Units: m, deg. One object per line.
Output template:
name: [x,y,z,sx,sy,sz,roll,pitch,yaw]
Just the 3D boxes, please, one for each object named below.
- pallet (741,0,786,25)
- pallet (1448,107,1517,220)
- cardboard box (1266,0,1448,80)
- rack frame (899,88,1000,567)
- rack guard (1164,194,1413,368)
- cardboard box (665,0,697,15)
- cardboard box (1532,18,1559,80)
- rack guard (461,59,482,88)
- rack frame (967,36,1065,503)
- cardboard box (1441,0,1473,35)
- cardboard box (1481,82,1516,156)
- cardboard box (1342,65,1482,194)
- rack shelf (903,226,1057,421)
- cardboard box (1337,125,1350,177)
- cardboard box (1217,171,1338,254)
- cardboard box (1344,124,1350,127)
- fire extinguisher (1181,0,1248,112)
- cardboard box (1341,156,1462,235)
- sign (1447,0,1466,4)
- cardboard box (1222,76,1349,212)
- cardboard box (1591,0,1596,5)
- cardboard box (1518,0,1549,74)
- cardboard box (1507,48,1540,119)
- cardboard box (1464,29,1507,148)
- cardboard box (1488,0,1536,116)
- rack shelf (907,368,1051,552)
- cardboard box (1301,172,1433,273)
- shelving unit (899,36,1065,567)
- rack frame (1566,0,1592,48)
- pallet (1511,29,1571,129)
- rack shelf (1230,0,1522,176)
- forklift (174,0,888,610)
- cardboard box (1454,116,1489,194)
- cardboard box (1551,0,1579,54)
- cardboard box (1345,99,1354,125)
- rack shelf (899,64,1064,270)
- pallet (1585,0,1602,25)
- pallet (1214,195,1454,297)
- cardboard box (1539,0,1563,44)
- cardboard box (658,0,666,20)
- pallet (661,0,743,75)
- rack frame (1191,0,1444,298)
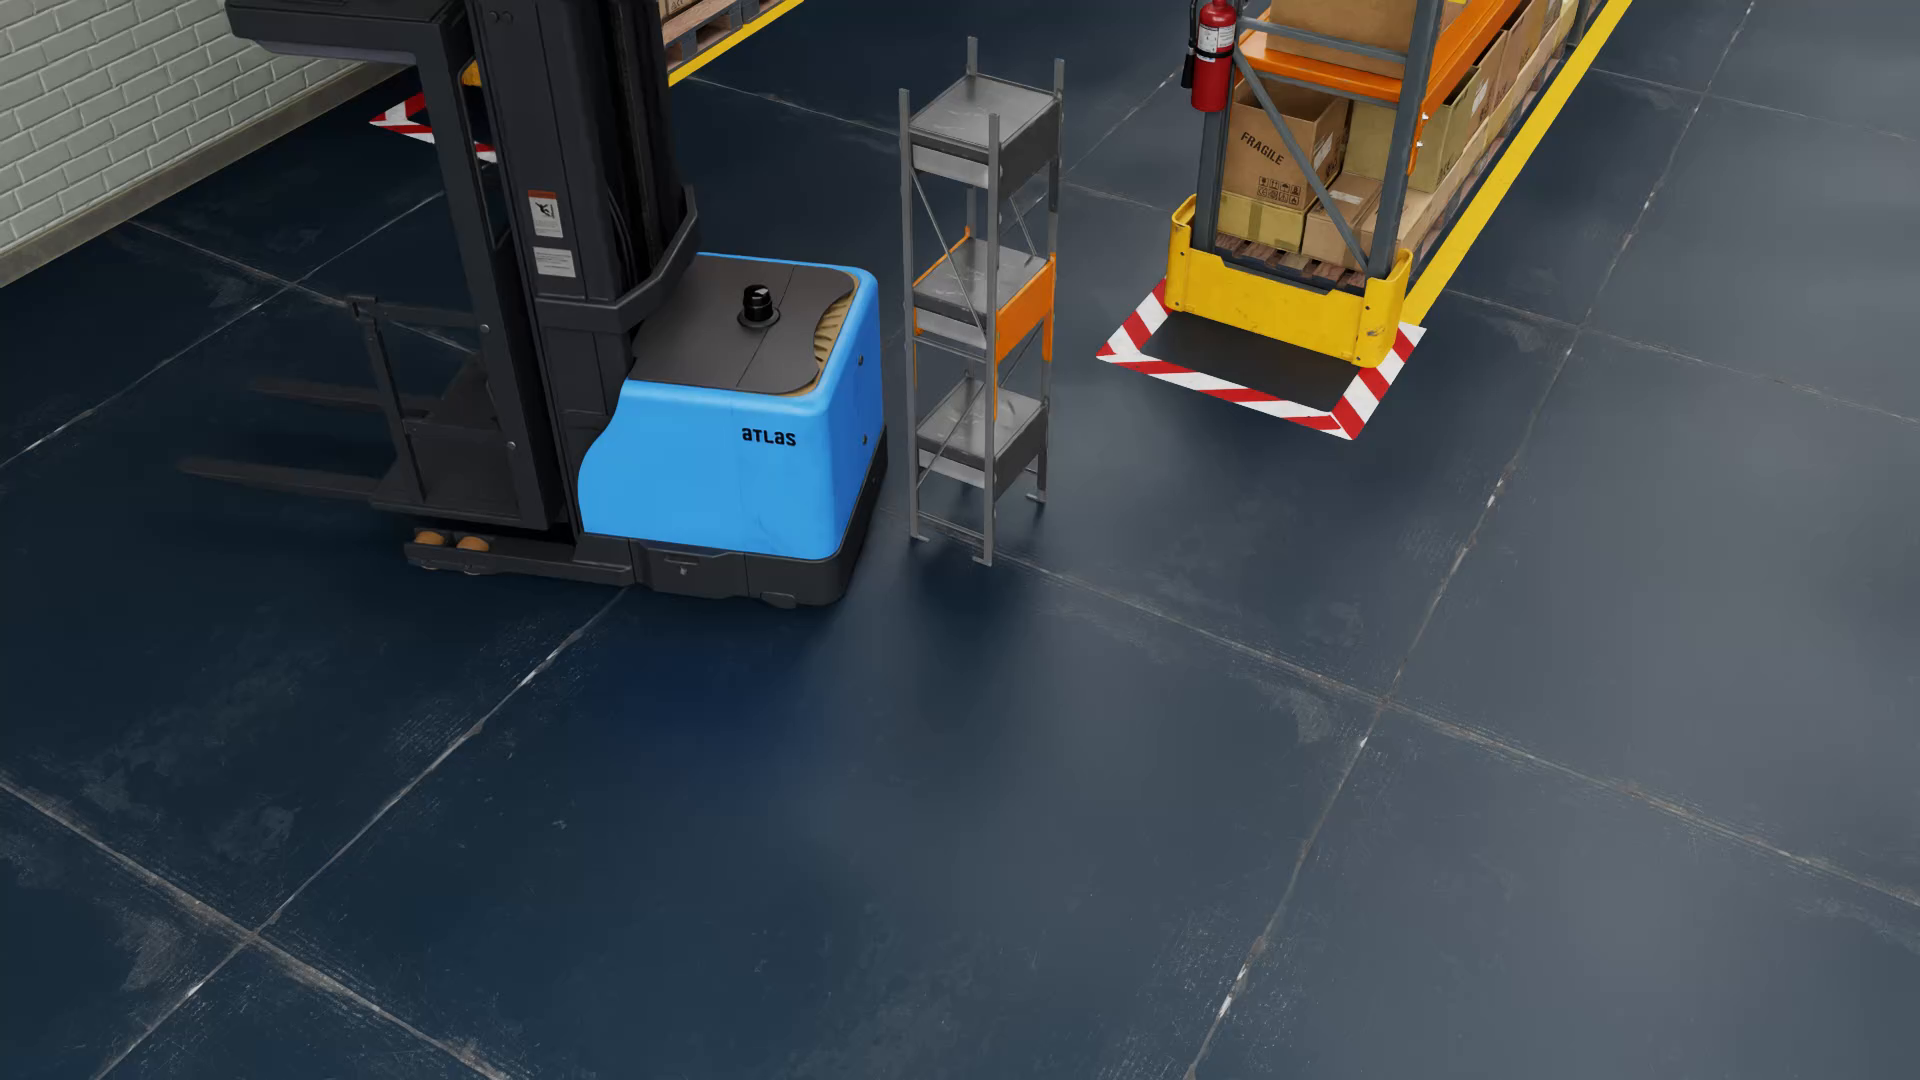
pallet: [-1.563,-4.046,11.684,1.003,0.211,1.213,21,45,22]
pallet: [2.599,-2.364,9.775,1.003,0.211,1.213,21,45,22]
cardboard box: [1.885,-2.564,7.817,0.700,0.500,0.500,21,45,22]
rack frame: [-0.039,-0.743,6.505,0.400,2.100,0.015,21,45,22]
rack guard: [1.629,-1.312,8.362,1.175,0.500,0.348,21,45,22]
cardboard box: [-1.941,-3.748,10.939,0.500,0.311,0.500,25,47,25]
cardboard box: [3.341,-3.058,10.216,0.500,0.250,0.500,21,45,22]
rack guard: [-2.612,-3.005,10.285,1.175,0.500,0.348,21,45,22]
rack frame: [0.205,-1.022,6.822,0.400,2.100,0.015,21,45,22]
cardboard box: [2.144,-2.866,8.160,0.700,0.500,0.500,22,46,23]
cardboard box: [2.854,-2.481,9.560,0.500,0.250,0.500,21,45,22]
cardboard box: [2.350,-2.191,8.664,0.500,0.500,0.500,21,45,22]
rack shelf: [0.083,-0.872,6.673,0.431,0.518,0.480,21,45,22]
cardboard box: [1.893,-2.084,9.110,0.500,0.250,0.500,21,45,22]
cardboard box: [1.653,-1.794,8.781,0.500,0.250,0.500,21,45,22]
cardboard box: [2.142,-2.371,9.435,0.500,0.250,0.500,21,45,22]
fire extinguisher: [1.179,-2.321,7.674,0.296,0.674,0.183,21,45,22]
cardboard box: [2.349,-1.910,8.912,0.500,0.250,0.500,21,45,22]
sign: [2.118,-2.432,7.027,0.100,0.325,0.005,21,45,22]
cardboard box: [1.651,-2.076,8.534,0.500,0.500,0.500,21,45,22]
cardboard box: [4.059,-3.827,11.089,0.500,0.250,0.500,20,45,21]
cardboard box: [3.092,-3.053,9.642,0.500,0.500,0.500,21,45,22]
cardboard box: [3.103,-2.767,9.885,0.500,0.250,0.500,21,45,22]
cardboard box: [2.589,-2.481,8.994,0.500,0.500,0.500,21,45,22]
cardboard box: [2.855,-2.762,9.312,0.500,0.500,0.500,21,45,22]
rack shelf: [0.083,-0.347,7.135,0.431,0.518,0.480,21,45,22]
cardboard box: [2.102,-1.623,8.586,0.500,0.250,0.500,21,45,22]
shelving unit: [0.083,-0.883,6.664,0.431,2.100,0.503,21,45,22]
rack frame: [3.642,-4.553,10.150,1.000,3.000,0.127,21,45,22]
pallet: [3.208,-3.065,10.571,1.003,0.211,1.213,21,45,22]
rack shelf: [2.642,-3.138,9.088,1.077,0.370,4.000,21,45,22]
forklift: [-1.893,-1.286,6.493,3.031,2.935,1.130,7,42,8]
cardboard box: [2.599,-2.196,9.237,0.500,0.250,0.500,21,45,22]
cardboard box: [3.600,-3.341,10.537,0.500,0.250,0.500,21,45,22]
cardboard box: [2.139,-2.653,9.189,0.500,0.500,0.500,21,45,22]
rack shelf: [0.083,-1.398,6.210,0.431,0.518,0.480,21,45,22]
pallet: [3.977,-3.941,11.565,1.003,0.211,1.213,21,45,22]
pallet: [1.987,-1.669,8.985,1.003,0.211,1.213,21,45,22]
cardboard box: [3.339,-3.340,9.968,0.500,0.500,0.500,21,45,22]
cardboard box: [-2.226,-3.422,10.568,0.500,0.311,0.500,16,44,17]
pallet: [-2.175,-3.350,10.895,1.003,0.211,1.213,21,45,22]
rack frame: [1.641,-2.264,7.551,1.000,3.000,0.127,21,45,22]
